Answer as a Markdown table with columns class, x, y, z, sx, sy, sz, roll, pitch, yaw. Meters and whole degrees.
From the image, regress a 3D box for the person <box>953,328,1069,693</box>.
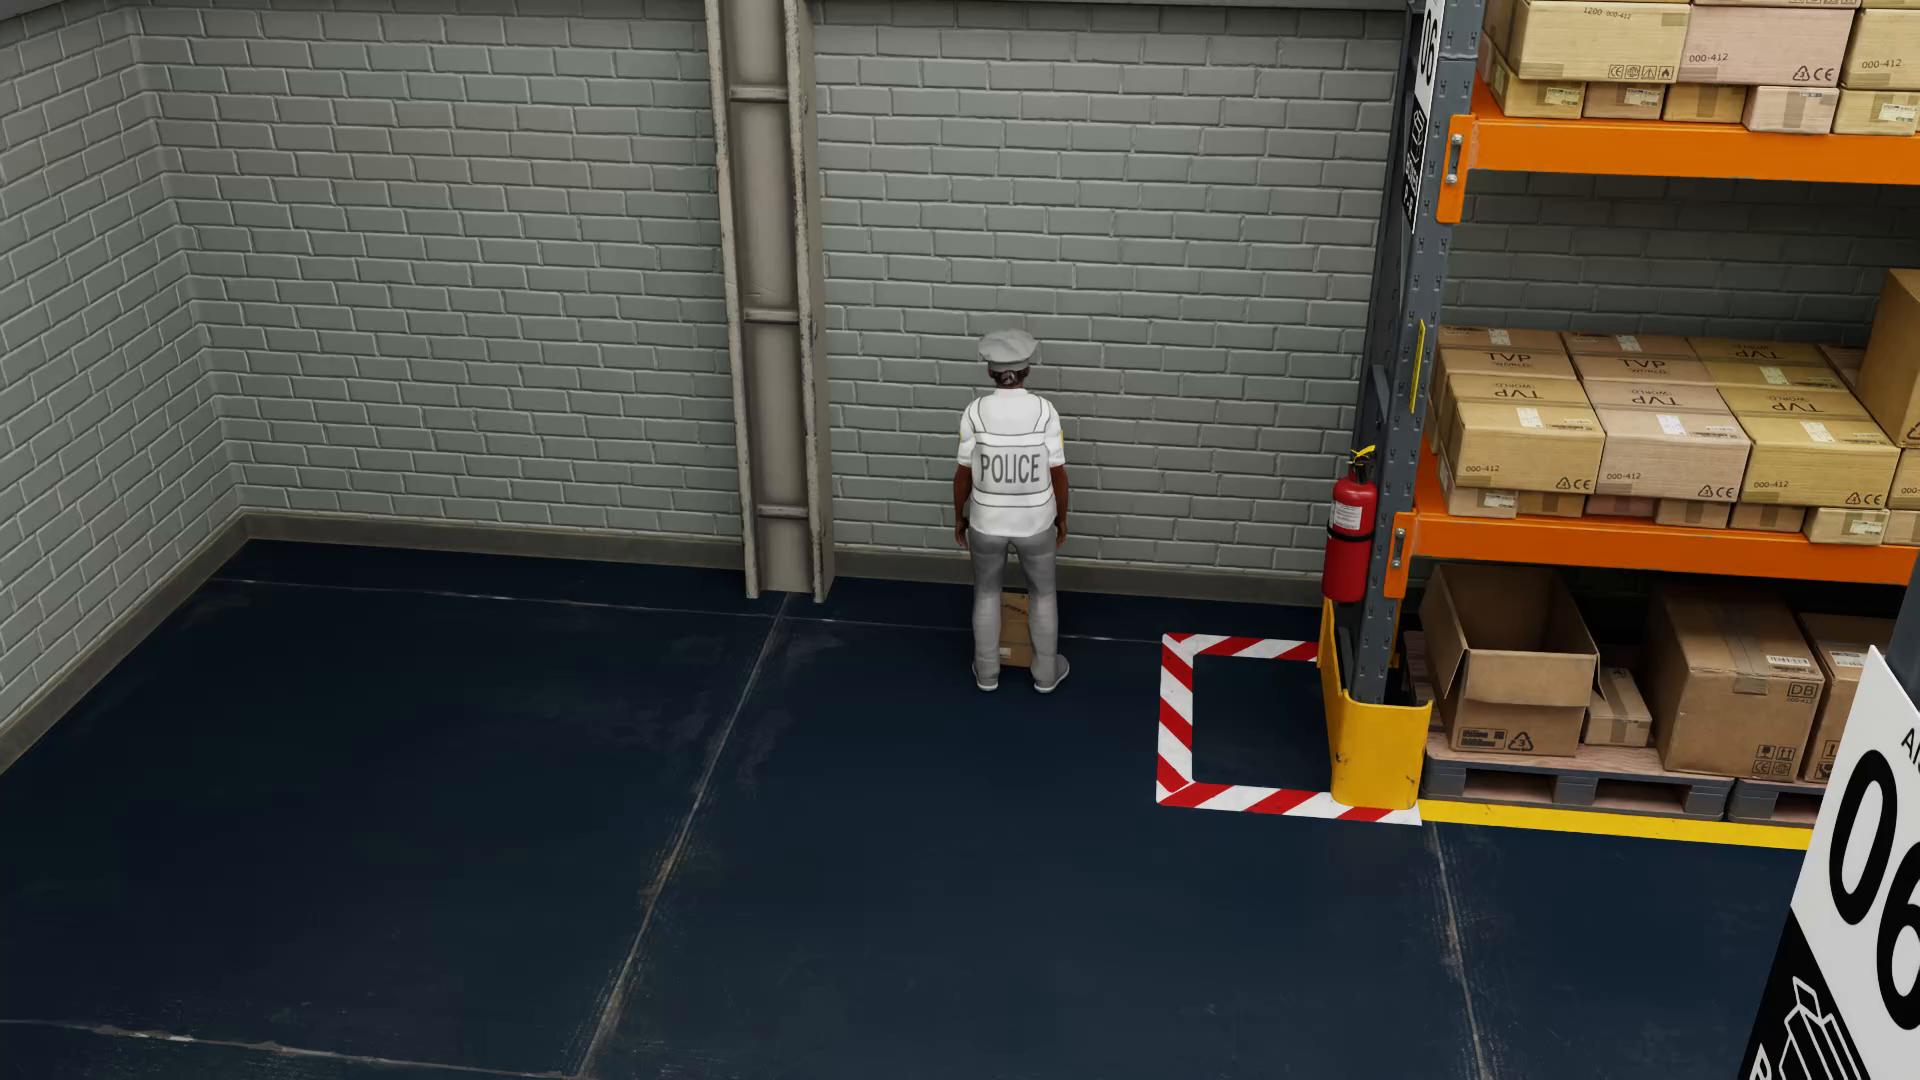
| class | x | y | z | sx | sy | sz | roll | pitch | yaw |
| --- | --- | --- | --- | --- | --- | --- | --- | --- | --- |
| person | 0.237 | -0.085 | 7.278 | 0.531 | 1.661 | 0.397 | 2 | 29 | 3 |
